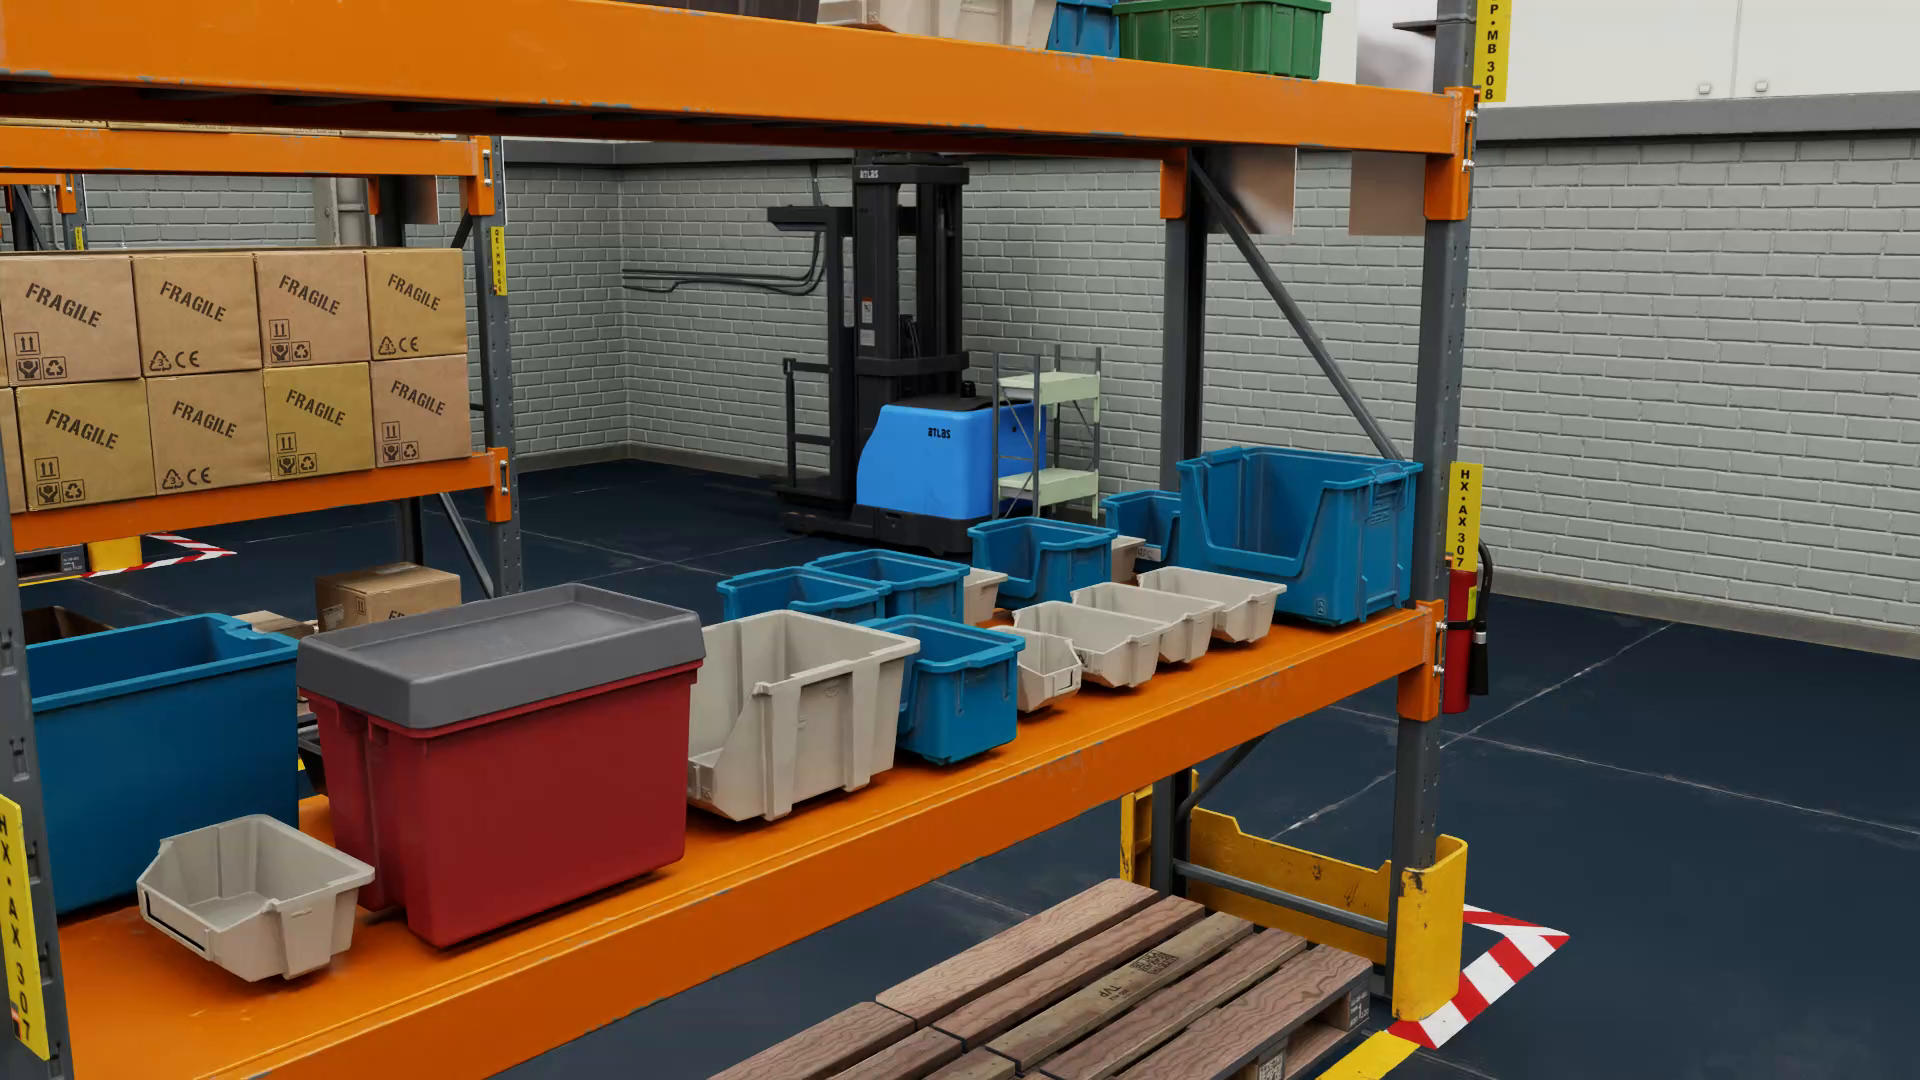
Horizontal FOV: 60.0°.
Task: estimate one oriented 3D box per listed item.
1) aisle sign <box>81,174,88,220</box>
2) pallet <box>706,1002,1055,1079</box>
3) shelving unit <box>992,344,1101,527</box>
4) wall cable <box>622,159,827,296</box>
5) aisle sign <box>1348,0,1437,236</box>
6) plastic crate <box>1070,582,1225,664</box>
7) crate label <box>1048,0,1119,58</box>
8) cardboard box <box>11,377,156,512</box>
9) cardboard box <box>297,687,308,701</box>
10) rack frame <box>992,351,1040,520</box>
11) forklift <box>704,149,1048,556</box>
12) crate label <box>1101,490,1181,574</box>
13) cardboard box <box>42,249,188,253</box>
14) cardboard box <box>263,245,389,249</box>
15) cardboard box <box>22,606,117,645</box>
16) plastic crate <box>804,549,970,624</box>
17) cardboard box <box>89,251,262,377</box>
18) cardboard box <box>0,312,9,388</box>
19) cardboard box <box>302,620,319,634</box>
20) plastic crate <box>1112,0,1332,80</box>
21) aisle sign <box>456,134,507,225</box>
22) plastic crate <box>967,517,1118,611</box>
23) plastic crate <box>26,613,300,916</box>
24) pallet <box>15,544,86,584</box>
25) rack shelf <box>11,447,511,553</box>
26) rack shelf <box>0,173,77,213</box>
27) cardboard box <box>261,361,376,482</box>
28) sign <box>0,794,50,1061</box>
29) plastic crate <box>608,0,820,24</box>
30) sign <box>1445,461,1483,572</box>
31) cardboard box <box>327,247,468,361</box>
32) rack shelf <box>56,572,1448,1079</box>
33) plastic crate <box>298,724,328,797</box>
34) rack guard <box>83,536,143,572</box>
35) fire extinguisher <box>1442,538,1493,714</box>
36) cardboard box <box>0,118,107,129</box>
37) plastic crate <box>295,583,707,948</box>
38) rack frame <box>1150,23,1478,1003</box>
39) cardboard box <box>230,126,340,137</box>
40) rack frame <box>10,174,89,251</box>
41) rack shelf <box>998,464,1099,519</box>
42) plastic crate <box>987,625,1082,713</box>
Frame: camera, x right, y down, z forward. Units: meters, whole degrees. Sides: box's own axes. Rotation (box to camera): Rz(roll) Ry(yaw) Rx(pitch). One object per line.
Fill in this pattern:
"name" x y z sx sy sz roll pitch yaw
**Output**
"aisle sign" -6.083 -2.586 11.363 0.394 0.787 0.004 10 15 40
"pallet" -0.293 1.604 4.142 1.003 0.211 1.213 10 15 40
"shelving unit" 0.627 -0.630 12.035 0.431 1.500 0.755 9 15 39
"wall cable" -2.354 -3.544 15.410 3.097 2.526 0.112 10 15 40
"aisle sign" 1.354 -1.306 4.954 0.394 0.787 0.004 10 15 40
"plastic crate" 0.482 0.226 4.444 0.396 0.136 0.243 10 15 40
"crate label" 0.235 -1.363 4.596 0.408 0.251 0.502 10 15 40
"cardboard box" -3.729 -0.424 6.919 0.500 0.500 0.500 9 15 40
"cardboard box" -3.141 0.634 7.989 0.380 0.166 0.250 10 15 40
"rack frame" 0.393 -0.575 11.760 0.400 1.500 0.023 9 15 39
"forklift" -0.782 -1.537 12.922 3.031 2.935 1.130 10 15 40
"crate label" 0.676 -0.012 5.387 0.416 0.233 0.303 10 15 40
"cardboard box" -3.796 -1.057 7.536 0.500 0.500 0.500 10 15 41
"cardboard box" -3.123 -1.208 8.291 0.500 0.500 0.500 10 15 42
"cardboard box" -4.036 0.620 7.197 0.797 0.503 0.637 10 15 40
"plastic crate" -0.193 0.182 4.417 0.416 0.233 0.300 10 15 40
"cardboard box" -3.391 -0.986 7.184 0.500 0.500 0.500 10 15 42
"cardboard box" -4.070 -0.835 6.424 0.500 0.500 0.500 9 15 39
"cardboard box" -3.332 0.528 8.519 0.380 0.166 0.250 10 15 40
"plastic crate" 0.650 -1.243 4.161 0.450 0.188 0.336 10 15 40
"aisle sign" -2.357 -1.945 8.152 0.394 0.787 0.004 10 15 40
"plastic crate" 0.241 0.085 4.902 0.416 0.233 0.300 10 15 40
"plastic crate" -1.502 0.396 2.959 0.392 0.384 0.575 10 15 40
"pallet" -6.825 0.156 11.392 1.003 0.211 1.213 10 15 40
"rack shelf" -3.952 -0.052 7.152 1.077 0.370 4.000 10 15 40
"rack shelf" -7.676 -2.163 10.062 1.077 0.370 4.000 10 15 40
"cardboard box" -3.063 -0.571 7.654 0.500 0.500 0.500 10 15 41
"sign" -1.142 0.466 2.015 0.100 0.325 0.005 10 15 40
"plastic crate" -0.528 -1.024 2.856 0.497 0.269 0.590 10 15 40
"sign" 1.510 -0.070 4.985 0.100 0.325 0.005 10 15 40
"cardboard box" -2.719 -1.138 7.941 0.500 0.500 0.500 10 15 40
"rack shelf" -0.234 0.589 3.943 1.077 0.370 4.000 10 15 40
"plastic crate" -1.017 0.436 3.419 0.437 0.125 0.590 10 15 40
"rack guard" -6.340 -0.117 12.021 1.175 0.500 0.348 10 15 40
"fire extinguisher" 1.527 0.199 5.207 0.296 0.674 0.183 10 15 40
"cardboard box" -3.774 -1.768 6.631 0.500 0.250 0.500 10 15 40
"plastic crate" -0.776 0.370 2.882 0.402 0.464 0.583 10 15 40
"rack frame" 1.086 -0.058 5.346 1.000 3.000 0.127 10 15 40
"cardboard box" -3.111 -1.915 7.365 0.500 0.250 0.500 10 15 40
"rack frame" -6.356 -1.339 11.759 1.000 3.000 0.127 10 15 40
"rack shelf" 0.627 -0.310 12.099 0.431 0.370 0.720 9 15 39
"plastic crate" 0.135 0.316 3.992 0.298 0.136 0.250 10 15 40
